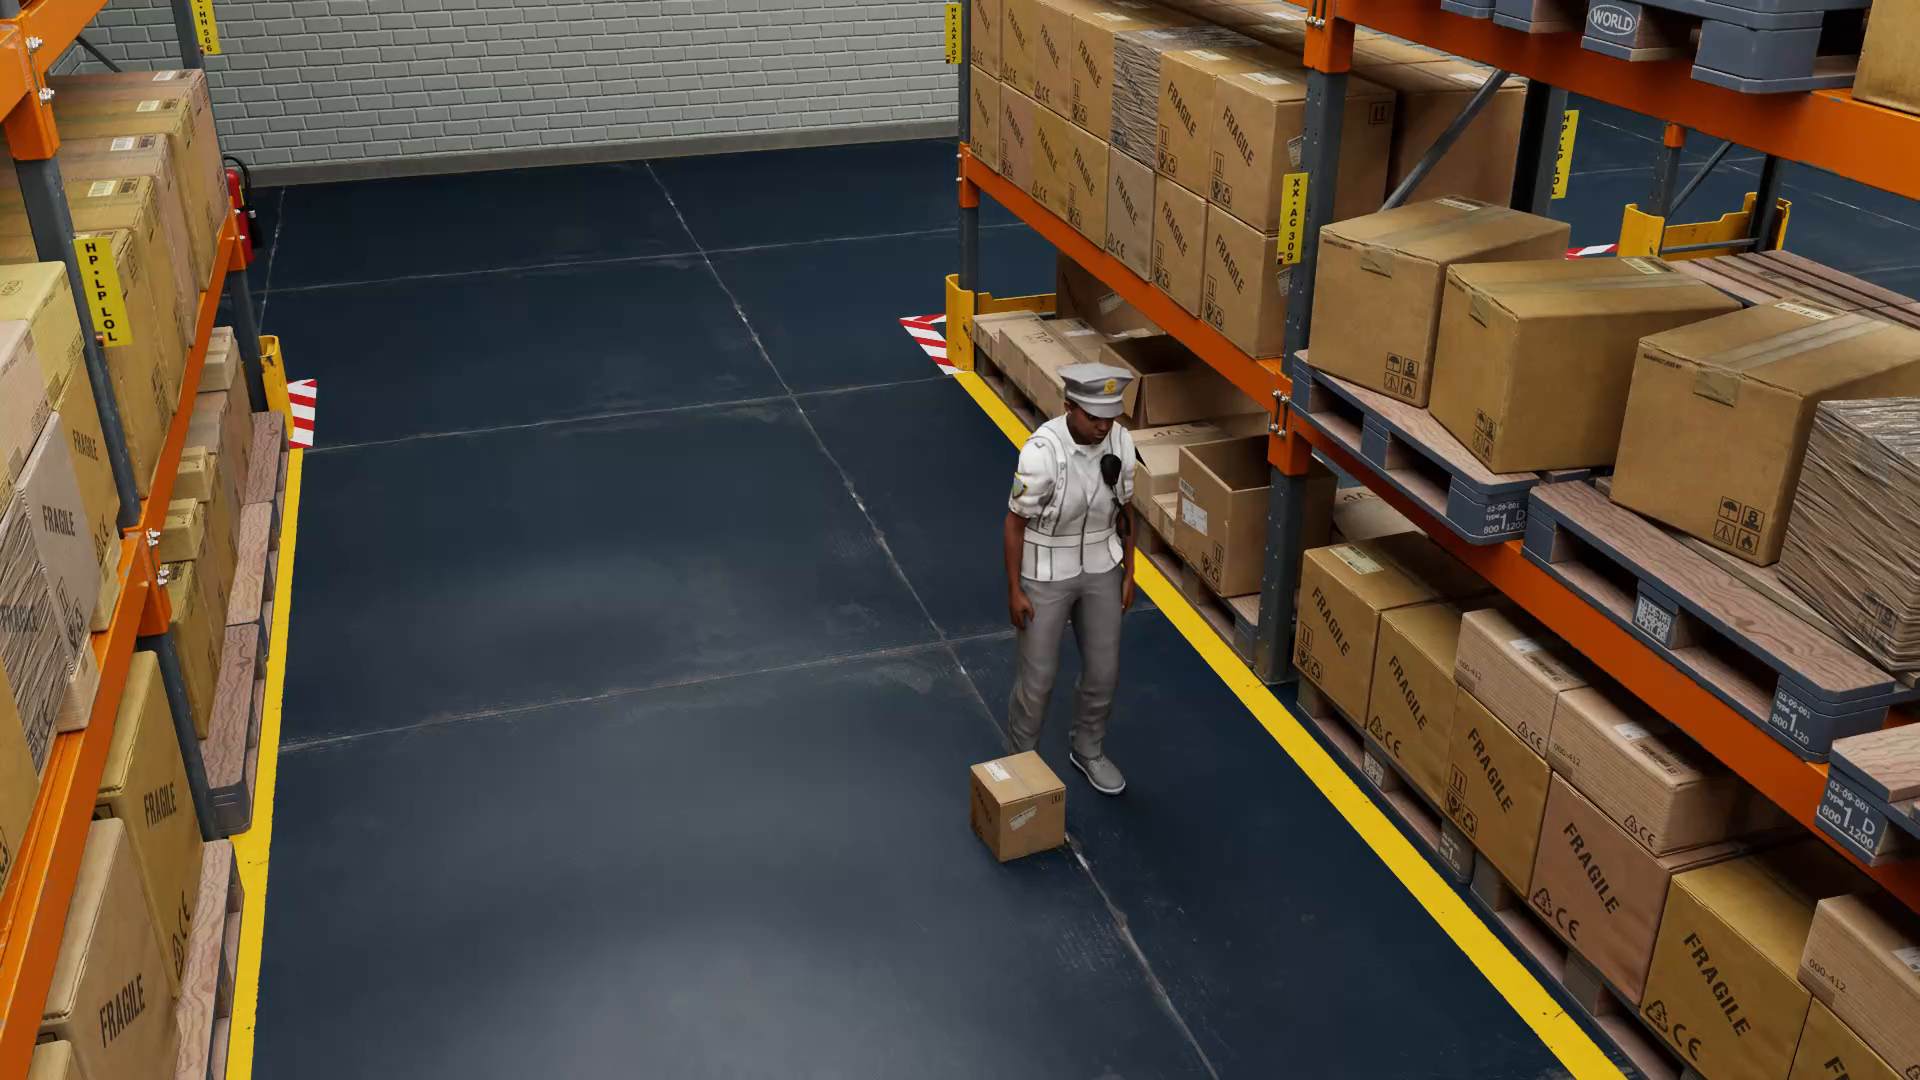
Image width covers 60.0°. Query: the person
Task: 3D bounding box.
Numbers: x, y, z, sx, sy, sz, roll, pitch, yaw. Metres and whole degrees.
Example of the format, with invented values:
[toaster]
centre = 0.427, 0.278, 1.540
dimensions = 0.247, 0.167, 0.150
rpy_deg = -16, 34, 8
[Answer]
[person]
centre = 0.386, 0.151, 5.816
dimensions = 0.505, 1.656, 0.396
rpy_deg = -9, 28, -18
